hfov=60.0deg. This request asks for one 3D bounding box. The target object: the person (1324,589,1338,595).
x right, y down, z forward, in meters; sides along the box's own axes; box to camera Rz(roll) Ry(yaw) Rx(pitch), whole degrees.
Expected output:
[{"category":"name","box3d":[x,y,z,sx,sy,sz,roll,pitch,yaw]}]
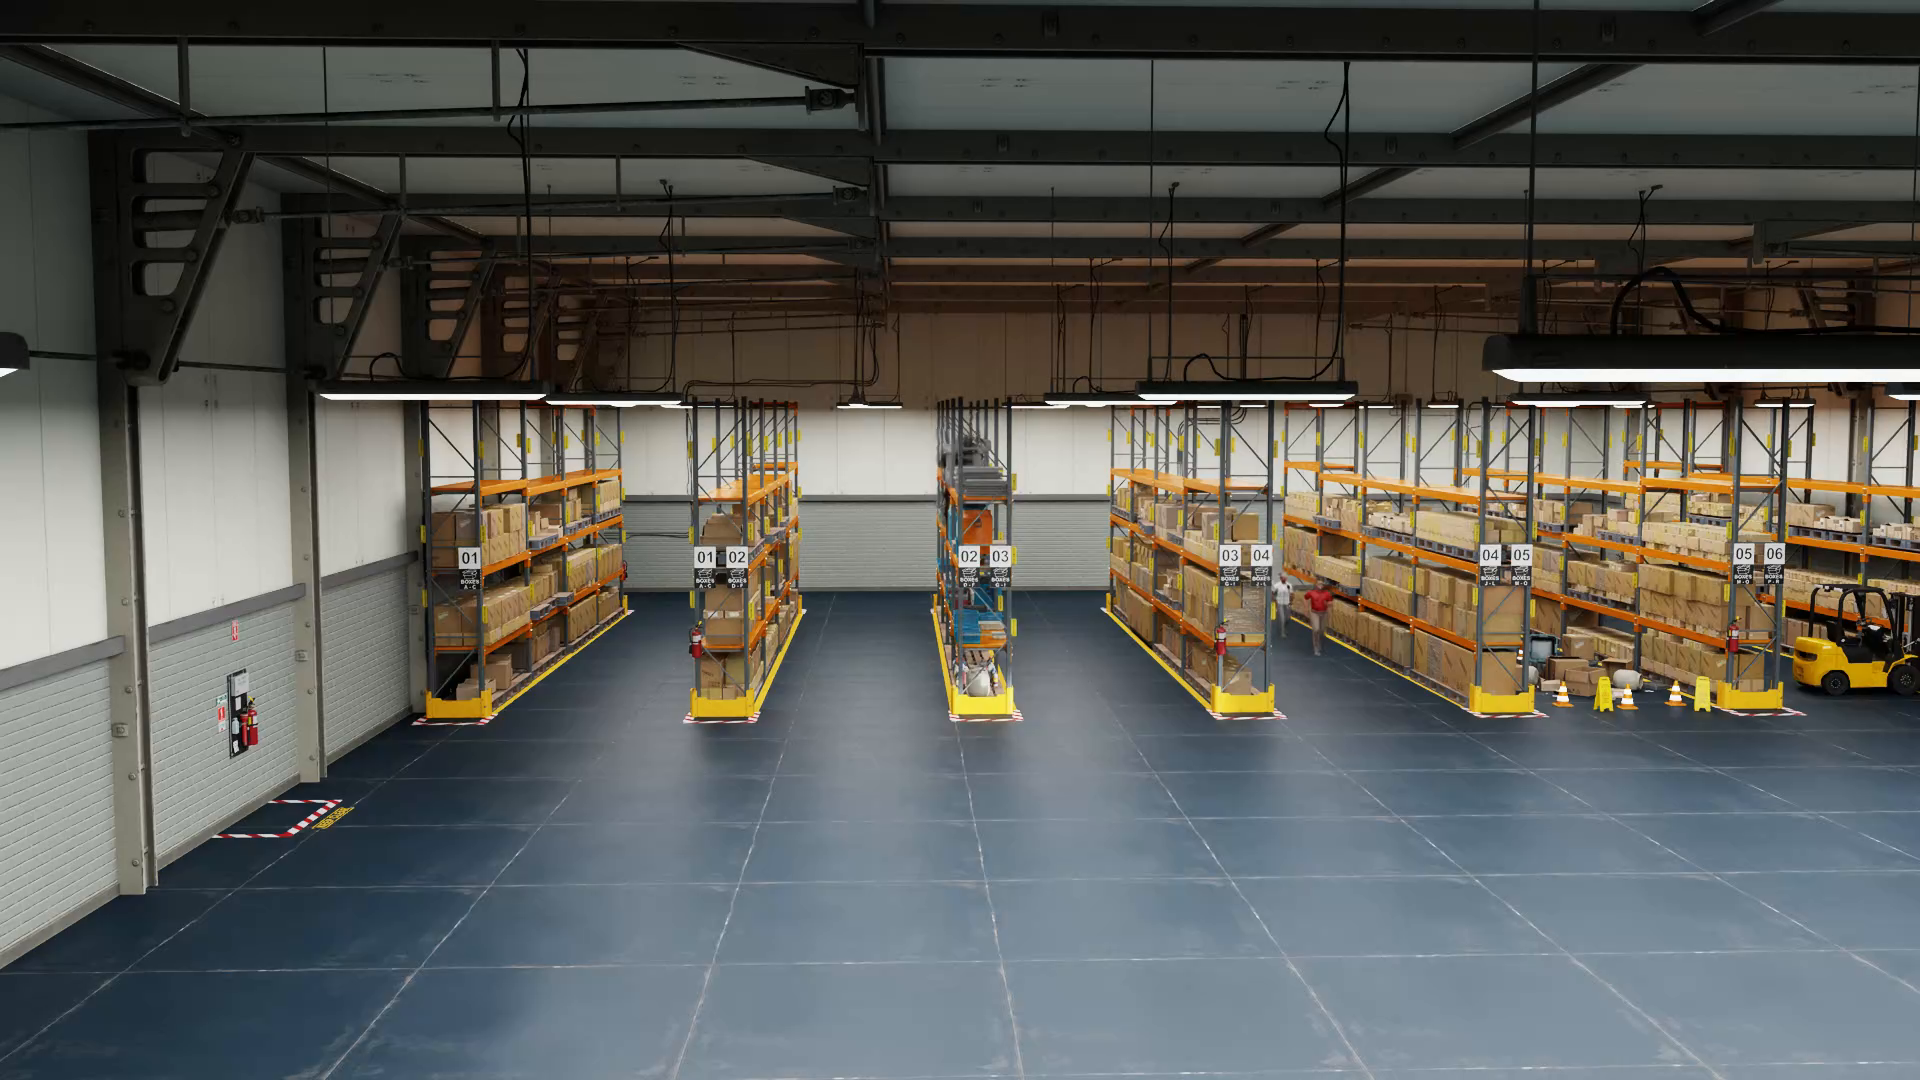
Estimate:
[{"category":"person","box3d":[10.635,1.087,48.709,0.719,1.734,0.932,-4,6,-40]}]

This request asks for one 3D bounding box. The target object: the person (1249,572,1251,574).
[{"category":"person","box3d":[8.736,1.115,48.693,0.630,1.729,0.702,-1,5,-15]}]

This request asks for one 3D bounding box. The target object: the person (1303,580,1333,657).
[{"category":"person","box3d":[8.473,1.827,39.262,0.640,1.788,0.819,-1,4,-6]}]

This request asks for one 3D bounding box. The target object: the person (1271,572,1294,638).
[{"category":"person","box3d":[8.196,1.625,42.311,0.600,1.670,0.628,0,4,0]}]
